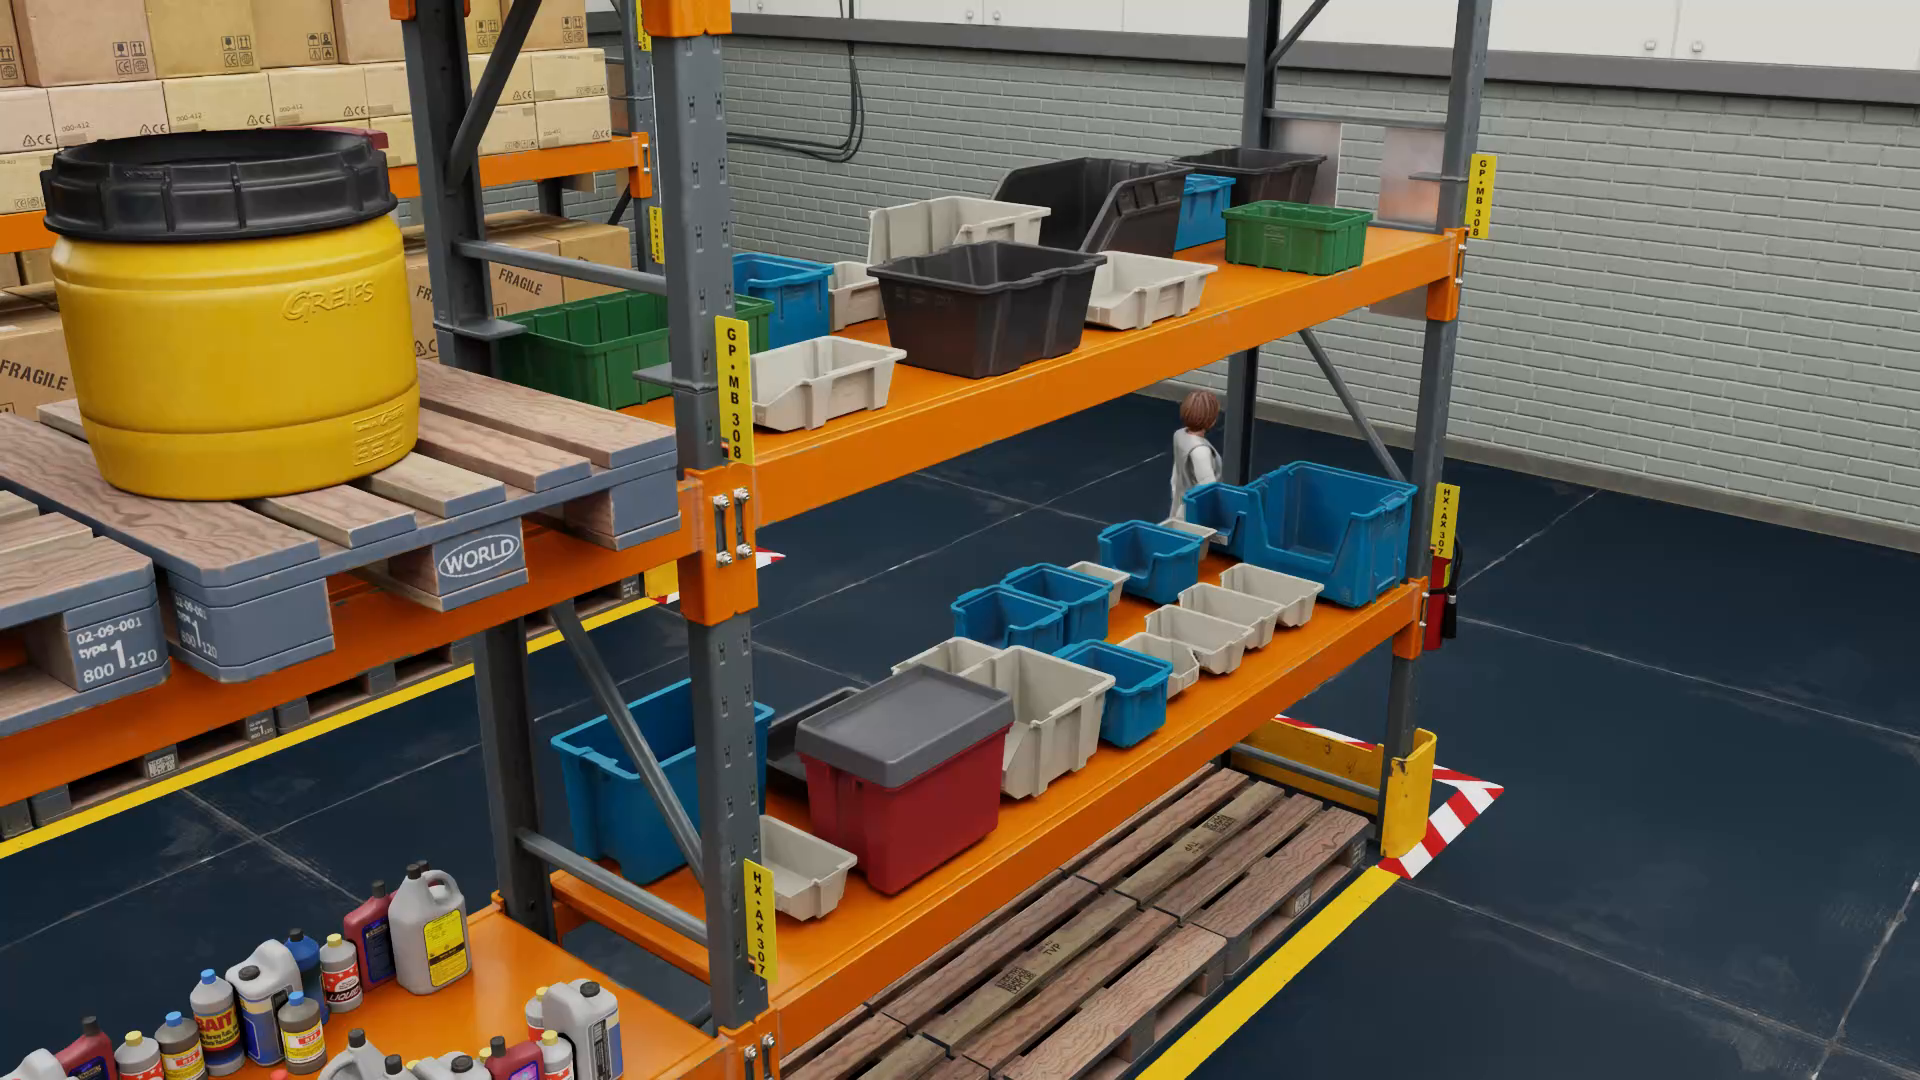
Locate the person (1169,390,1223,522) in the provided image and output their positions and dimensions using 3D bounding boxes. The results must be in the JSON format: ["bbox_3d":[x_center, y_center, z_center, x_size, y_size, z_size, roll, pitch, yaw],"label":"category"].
[{"bbox_3d":[1.335,-0.034,9.192,0.451,1.641,0.432,0,21,0],"label":"person"}]
